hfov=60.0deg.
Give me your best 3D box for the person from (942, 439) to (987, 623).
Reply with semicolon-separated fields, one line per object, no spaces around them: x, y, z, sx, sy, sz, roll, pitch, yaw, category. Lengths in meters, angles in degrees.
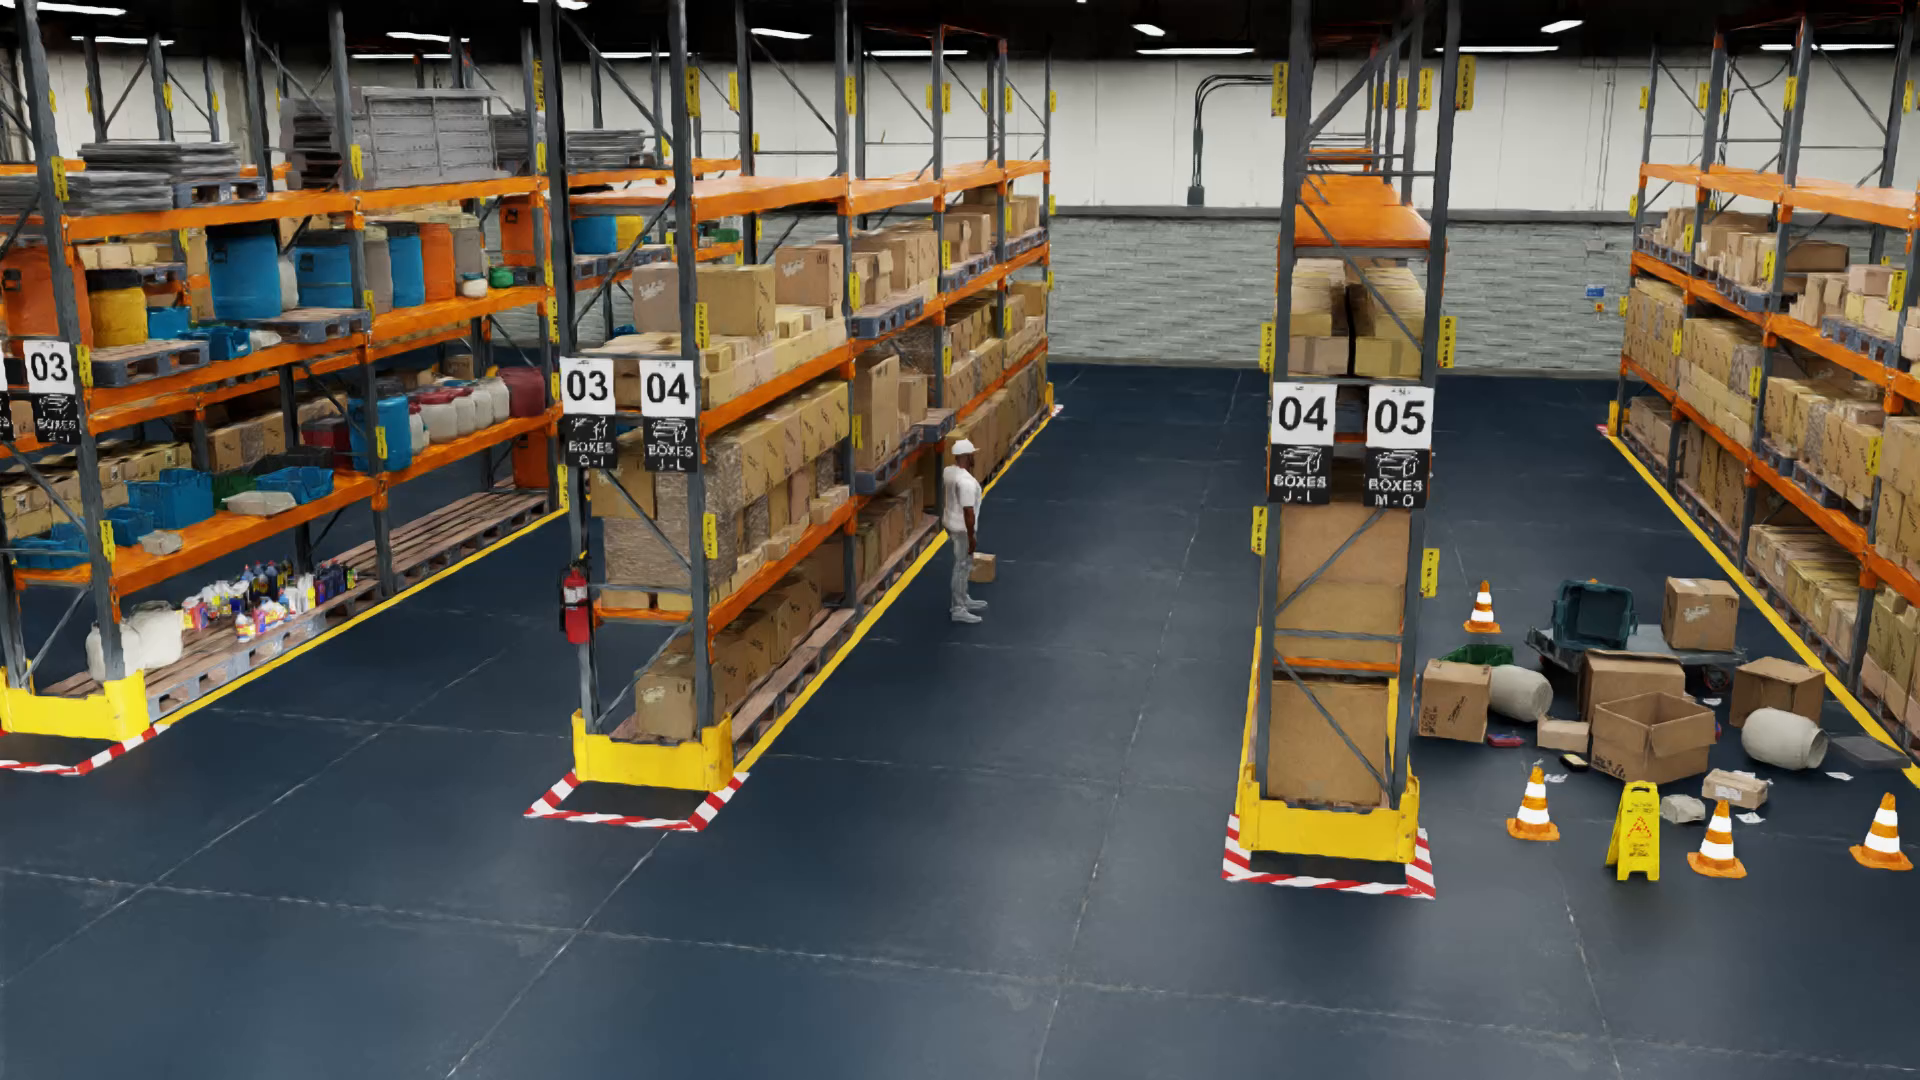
0.076;-0.115;16.281;0.462;1.771;0.622;-4;15;-16;person
